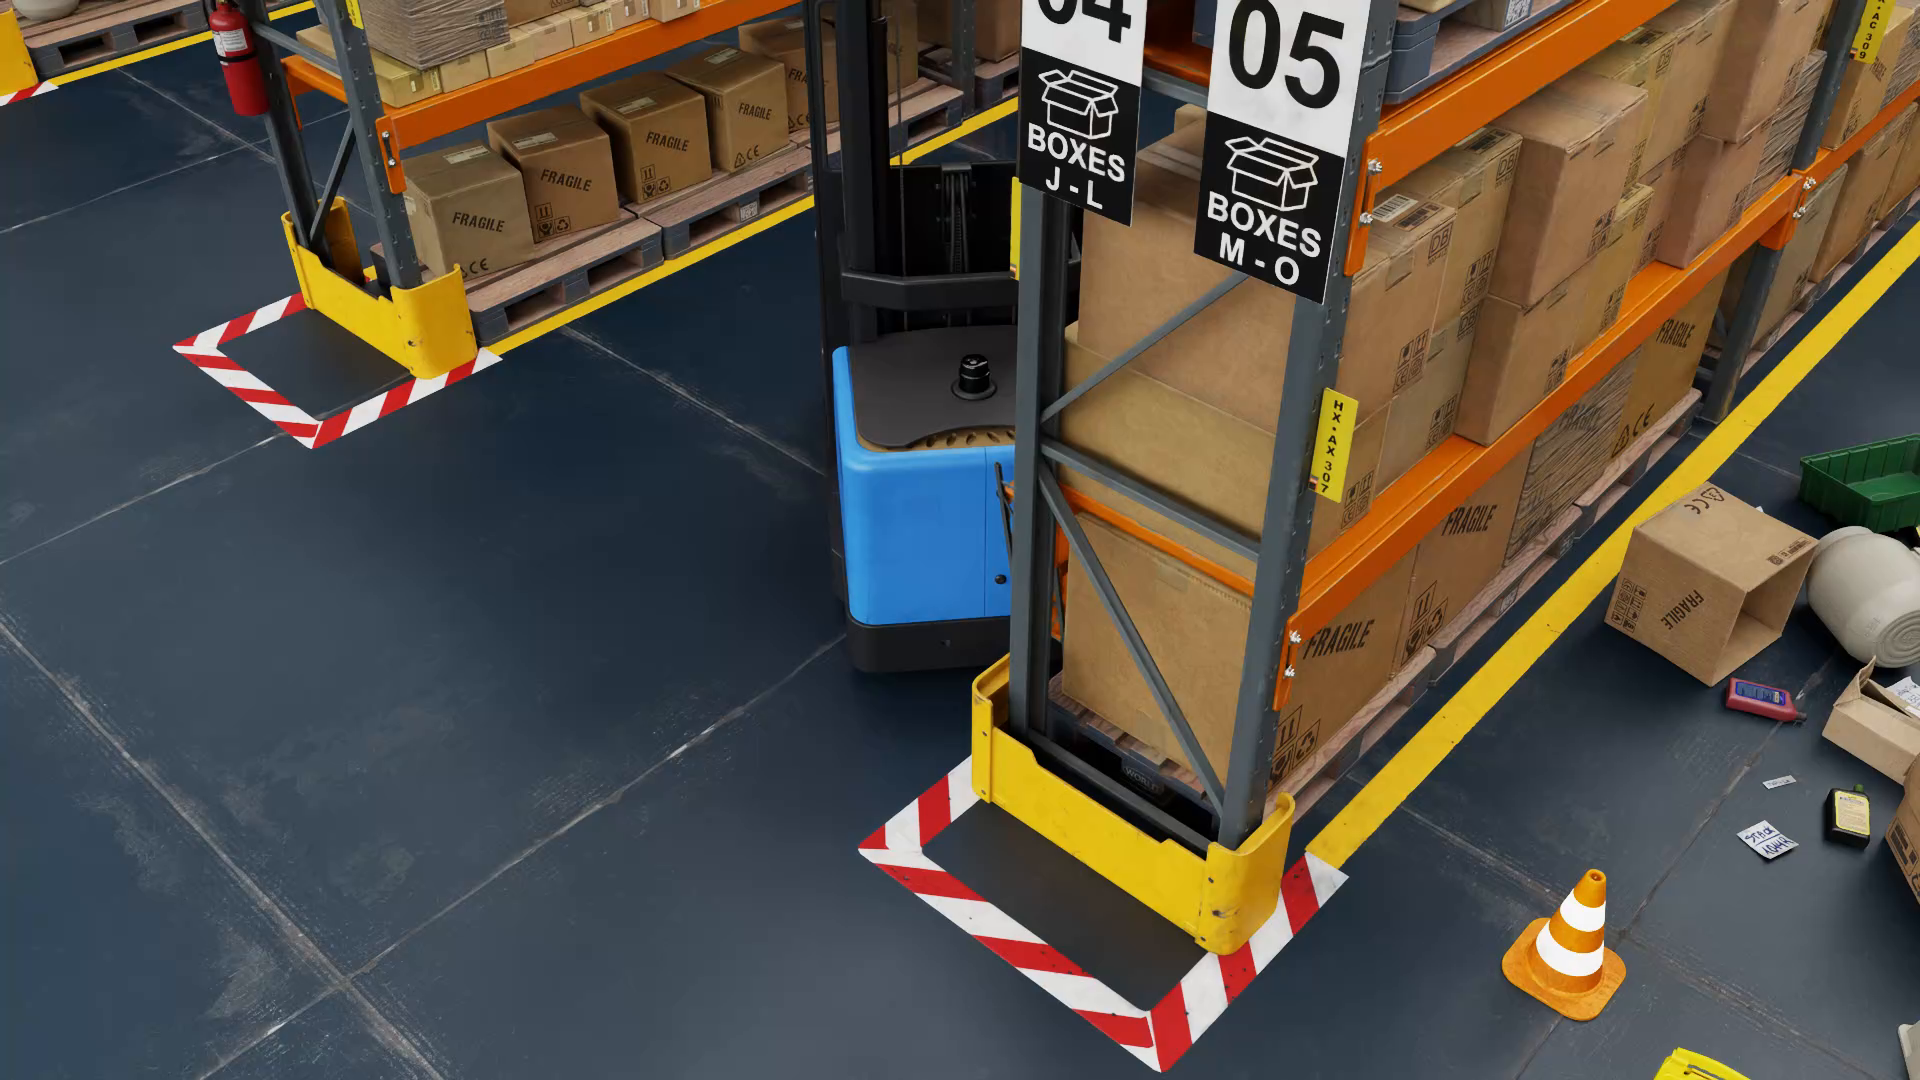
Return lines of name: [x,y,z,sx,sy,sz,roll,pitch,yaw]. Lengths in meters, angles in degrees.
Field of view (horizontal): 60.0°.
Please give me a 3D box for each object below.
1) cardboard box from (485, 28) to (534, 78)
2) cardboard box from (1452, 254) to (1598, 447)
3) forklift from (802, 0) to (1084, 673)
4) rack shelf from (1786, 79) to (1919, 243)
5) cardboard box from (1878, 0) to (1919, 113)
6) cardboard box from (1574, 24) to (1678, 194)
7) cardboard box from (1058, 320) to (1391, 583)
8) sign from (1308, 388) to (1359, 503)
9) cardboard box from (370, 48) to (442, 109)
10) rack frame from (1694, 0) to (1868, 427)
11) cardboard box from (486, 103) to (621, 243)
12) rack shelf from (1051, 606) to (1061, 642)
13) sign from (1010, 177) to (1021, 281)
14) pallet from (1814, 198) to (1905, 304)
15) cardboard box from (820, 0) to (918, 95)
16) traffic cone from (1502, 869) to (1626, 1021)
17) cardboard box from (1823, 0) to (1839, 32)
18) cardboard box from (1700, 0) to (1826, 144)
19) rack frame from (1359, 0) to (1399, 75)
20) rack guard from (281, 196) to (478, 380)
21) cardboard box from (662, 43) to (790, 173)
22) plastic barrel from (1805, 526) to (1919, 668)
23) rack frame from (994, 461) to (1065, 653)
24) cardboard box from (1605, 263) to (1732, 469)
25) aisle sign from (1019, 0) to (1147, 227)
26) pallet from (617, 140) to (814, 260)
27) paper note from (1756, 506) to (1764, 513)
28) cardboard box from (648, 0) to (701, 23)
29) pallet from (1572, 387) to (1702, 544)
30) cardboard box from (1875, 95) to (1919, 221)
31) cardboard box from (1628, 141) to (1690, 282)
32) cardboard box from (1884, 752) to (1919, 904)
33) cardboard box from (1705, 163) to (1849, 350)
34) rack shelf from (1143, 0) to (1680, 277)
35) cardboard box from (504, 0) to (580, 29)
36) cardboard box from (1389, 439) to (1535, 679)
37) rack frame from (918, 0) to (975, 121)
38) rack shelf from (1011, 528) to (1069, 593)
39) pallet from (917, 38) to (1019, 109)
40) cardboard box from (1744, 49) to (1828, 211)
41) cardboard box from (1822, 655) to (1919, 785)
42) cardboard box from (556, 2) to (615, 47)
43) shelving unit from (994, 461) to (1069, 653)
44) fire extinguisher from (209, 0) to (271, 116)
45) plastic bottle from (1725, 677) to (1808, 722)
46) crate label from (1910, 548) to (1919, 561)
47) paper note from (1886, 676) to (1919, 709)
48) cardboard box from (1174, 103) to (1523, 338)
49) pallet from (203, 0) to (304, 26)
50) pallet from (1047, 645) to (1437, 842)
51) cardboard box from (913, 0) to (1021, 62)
cardboard box: [-2.283,-2.391,8.048,0.380,0.149,0.250,30,47,32]
cardboard box: [1.621,-0.828,5.761,0.875,0.550,0.550,30,47,32]
forklift: [-0.068,-1.536,6.827,1.130,2.935,3.031,-4,39,-5]
rack shelf: [4.627,-2.589,8.673,1.077,0.370,4.000,30,47,32]
cardboard box: [4.171,-2.351,7.717,0.500,0.500,0.500,30,47,32]
cardboard box: [1.901,-1.539,5.787,0.875,0.550,0.500,30,47,32]
cardboard box: [0.796,-0.362,5.175,0.875,0.550,0.550,30,47,32]
sign: [0.985,-0.248,4.392,0.100,0.325,0.005,30,47,32]
cardboard box: [-2.646,-2.175,7.777,0.380,0.149,0.250,30,47,32]
rack frame: [3.278,-1.951,7.294,1.000,3.000,0.127,30,47,32]
cardboard box: [-2.202,-1.998,9.023,0.500,0.500,0.500,-22,43,-25]
rack shelf: [0.478,0.234,6.350,0.258,0.148,0.480,30,58,32]
sign: [0.188,-0.894,4.843,0.100,0.325,0.005,30,47,32]
pallet: [4.566,-1.809,9.356,1.003,0.211,1.213,30,47,32]
cardboard box: [-0.615,-3.100,10.409,0.500,0.500,0.500,28,46,31]
traffic cone: [1.986,1.231,5.330,0.336,0.463,0.334,30,47,32]
cardboard box: [3.608,-2.612,7.242,0.700,0.500,0.500,29,47,31]
cardboard box: [2.718,-1.976,6.337,0.875,0.550,0.550,30,47,32]
rack frame: [0.579,-2.462,3.116,1.000,3.000,0.127,30,47,32]
rack guard: [-2.963,-1.299,8.482,1.175,0.500,0.348,30,47,32]
cardboard box: [-1.356,-2.515,9.674,0.500,0.500,0.500,25,45,28]
plastic barrel: [3.645,0.222,6.630,0.421,0.421,0.512,-5,39,-6]
rack frame: [0.282,0.197,6.050,0.240,1.200,0.015,30,58,32]
cardboard box: [2.802,-1.025,7.498,0.875,0.875,0.875,30,48,32]
aisle sign: [0.310,-1.225,4.291,0.394,0.787,0.004,30,47,32]
pallet: [-1.565,-2.103,9.725,1.003,0.211,1.213,30,47,32]
paper note: [3.493,-0.100,7.351,0.147,0.020,0.142,2,39,2]
cardboard box: [-1.562,-2.824,8.593,0.380,0.149,0.250,30,47,32]
pallet: [2.707,-0.543,7.764,1.003,0.211,1.213,30,47,32]
cardboard box: [4.912,-2.428,9.363,1.050,0.750,0.750,30,48,32]
cardboard box: [2.232,-1.375,6.448,0.875,0.550,0.550,30,47,32]
cardboard box: [3.617,1.025,5.556,0.797,0.503,0.637,2,39,2]
cardboard box: [3.630,-1.558,8.270,1.050,0.750,0.750,29,47,32]
rack shelf: [1.928,-1.925,5.429,1.077,0.370,4.000,30,47,32]
cardboard box: [-2.374,-2.920,8.192,0.875,0.500,0.500,30,47,32]
cardboard box: [1.580,-0.191,6.450,0.875,0.875,0.875,29,47,31]
rack frame: [-0.315,-4.080,9.972,1.000,3.000,0.127,30,47,32]
rack shelf: [0.426,-0.055,6.047,0.258,0.148,0.480,30,58,32]
pallet: [0.209,-3.347,11.290,1.003,0.211,1.213,30,47,32]
cardboard box: [3.038,-1.836,7.028,0.875,0.550,0.550,30,47,32]
cardboard box: [3.478,0.682,6.179,0.258,0.266,0.396,-26,45,-29]
cardboard box: [-1.956,-2.626,8.344,0.380,0.149,0.250,30,47,32]
shelving unit: [0.445,0.052,6.159,0.258,1.200,0.503,30,58,32]
fire extinguisher: [-3.431,-2.353,7.862,0.296,0.674,0.183,30,47,32]
plastic bottle: [3.113,0.623,6.417,0.283,0.061,0.133,14,41,17]
crate label: [4.009,0.149,6.953,0.298,0.136,0.250,2,39,2]
paper note: [3.712,0.606,6.470,0.155,0.023,0.172,-18,42,-21]
cardboard box: [1.161,-1.041,5.161,0.875,0.550,0.550,30,47,32]
pallet: [-5.278,-4.215,12.381,1.003,0.211,1.213,30,47,32]
pallet: [1.061,0.578,6.354,1.003,0.211,1.213,30,47,32]
cardboard box: [0.115,-3.547,10.956,0.700,0.500,0.500,26,45,29]
